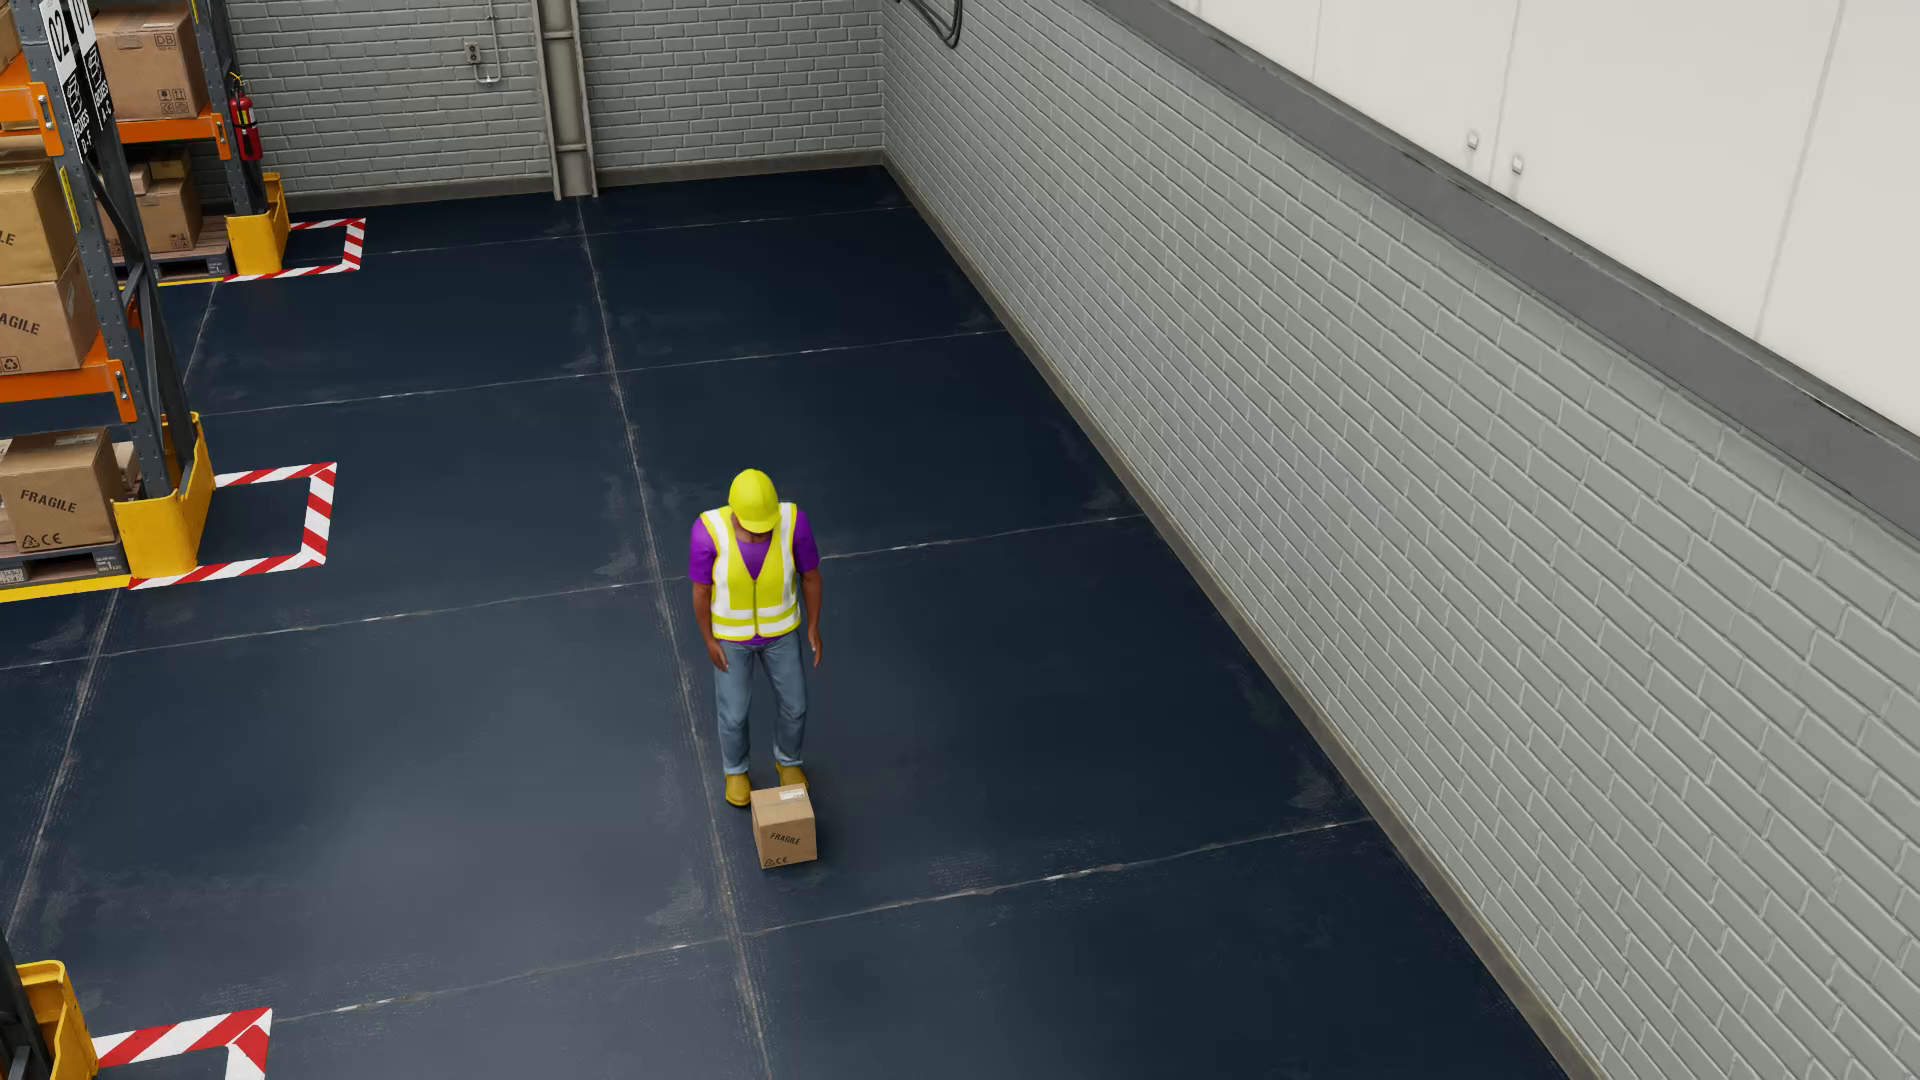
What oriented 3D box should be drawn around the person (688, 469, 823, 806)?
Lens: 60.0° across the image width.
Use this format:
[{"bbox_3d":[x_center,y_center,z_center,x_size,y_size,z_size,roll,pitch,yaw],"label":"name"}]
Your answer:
[{"bbox_3d":[-0.903,0.423,7.529,0.588,1.725,0.438,-7,31,-12],"label":"person"}]
